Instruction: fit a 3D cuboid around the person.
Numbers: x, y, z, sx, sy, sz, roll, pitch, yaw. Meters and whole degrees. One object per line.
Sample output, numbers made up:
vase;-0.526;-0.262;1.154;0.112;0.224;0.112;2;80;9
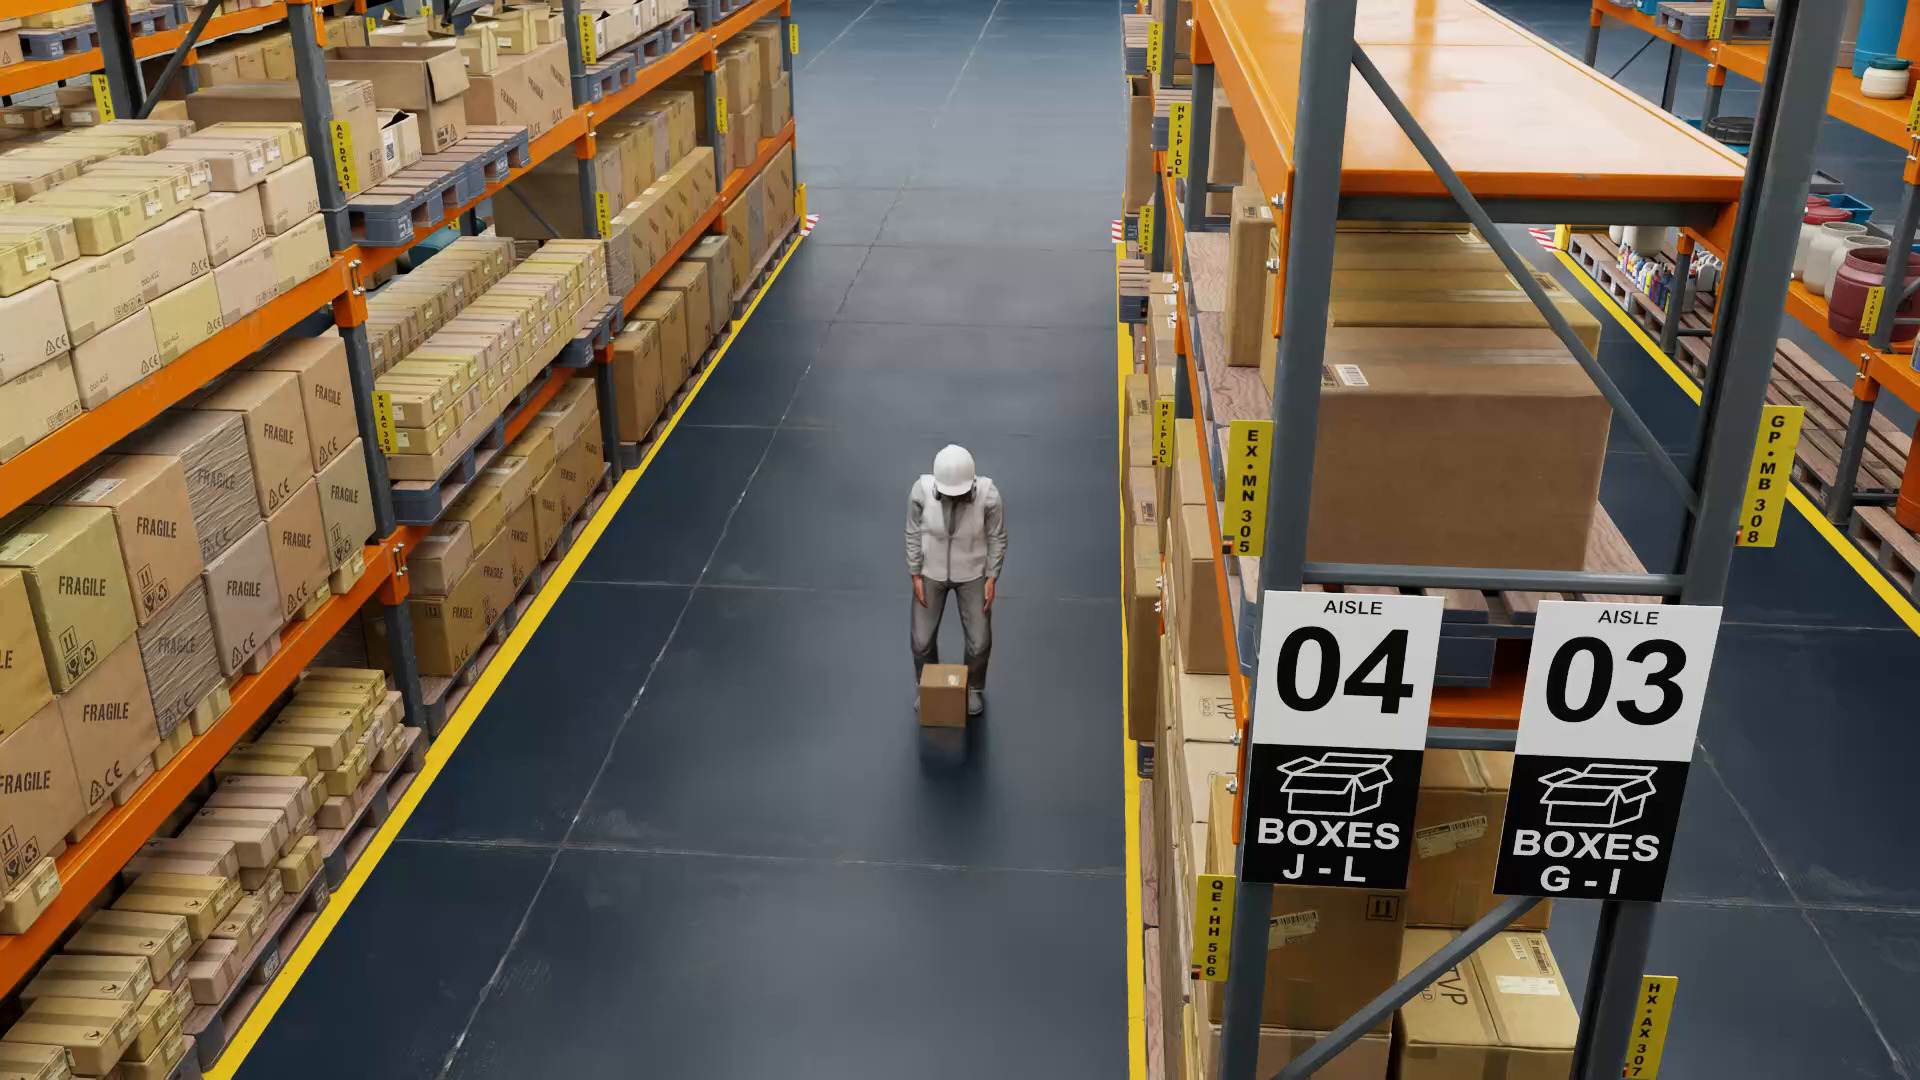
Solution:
person;-0.021;0.201;9.271;0.574;1.665;0.559;2;24;5
